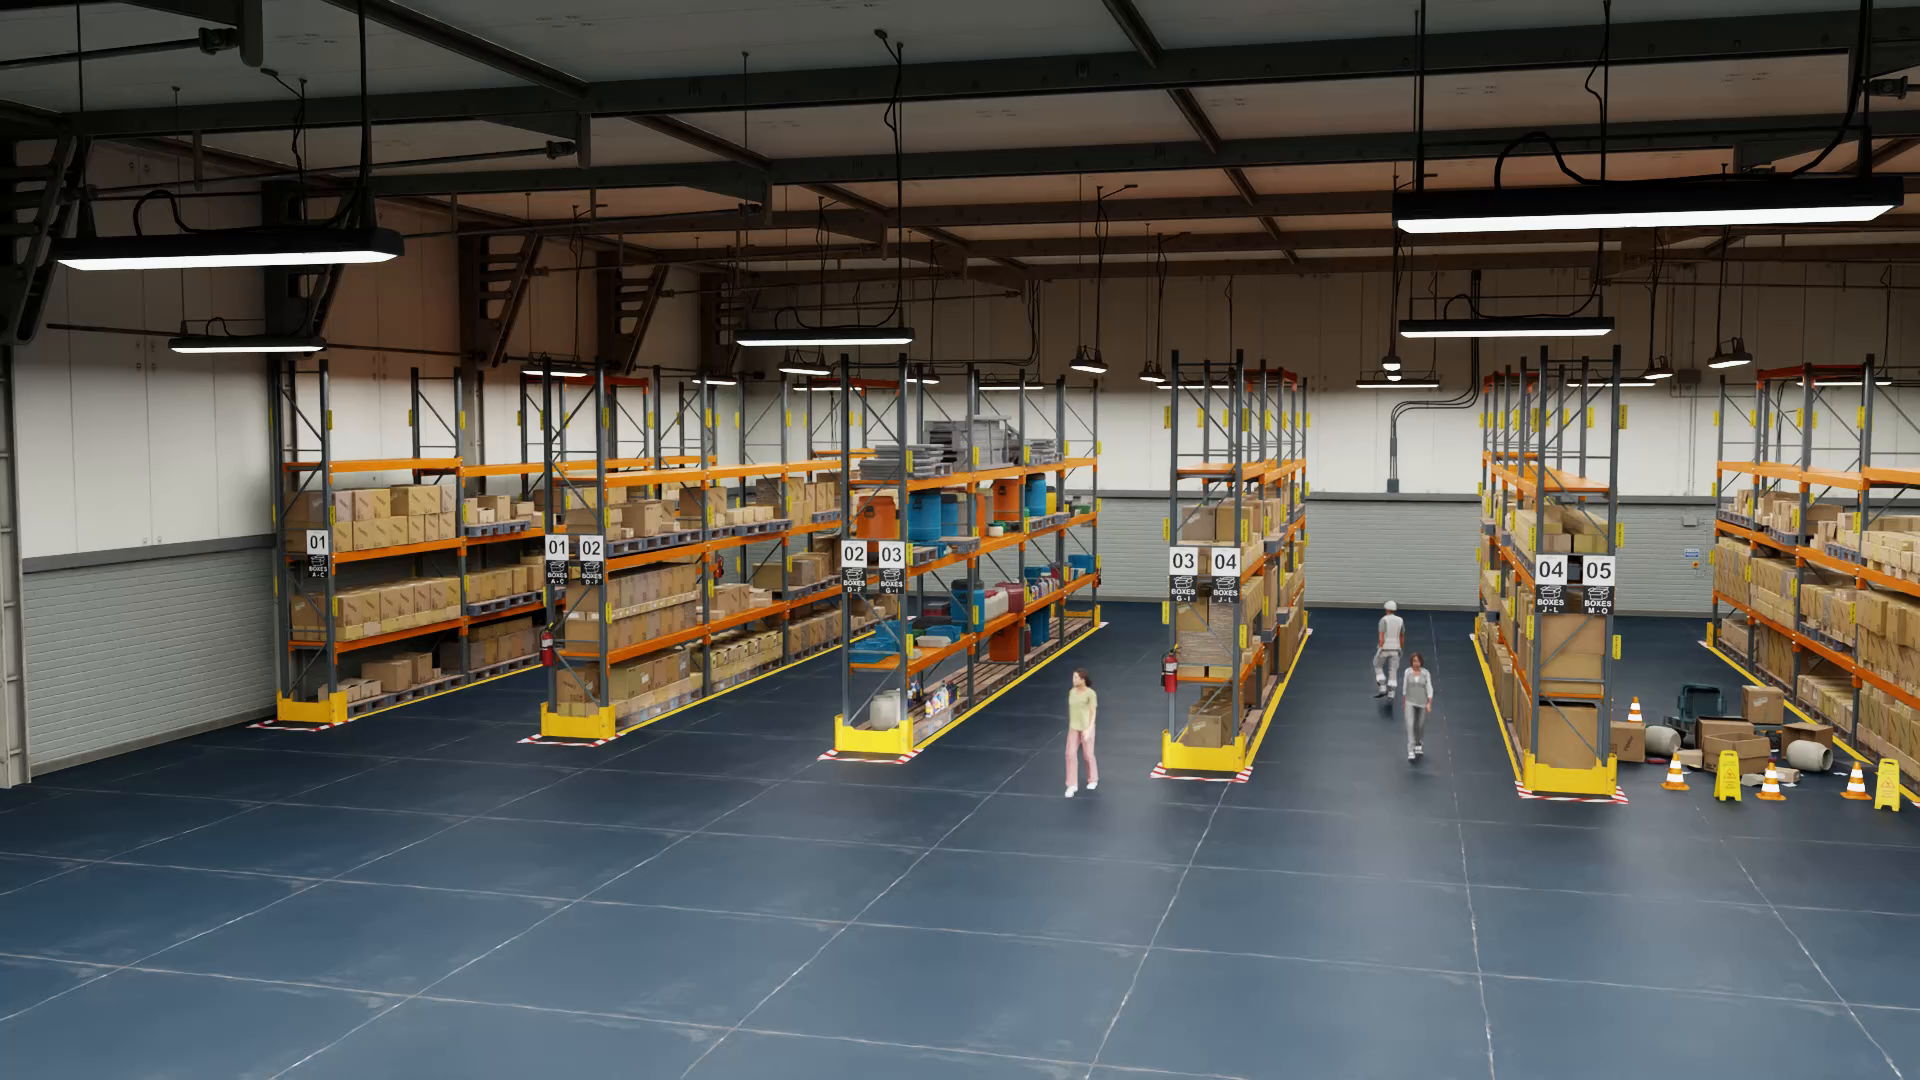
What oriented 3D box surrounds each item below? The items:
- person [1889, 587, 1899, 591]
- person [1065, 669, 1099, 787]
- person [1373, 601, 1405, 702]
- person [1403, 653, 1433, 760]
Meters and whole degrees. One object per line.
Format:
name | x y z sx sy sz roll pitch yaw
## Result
person | 19.773 1.654 34.895 0.630 1.679 0.922 -3 5 -35
person | 1.646 2.517 22.392 0.472 1.584 0.628 3 5 33
person | 7.659 1.965 29.615 0.536 1.763 0.534 0 4 0
person | 6.762 2.444 24.559 0.431 1.548 0.943 1 4 13
